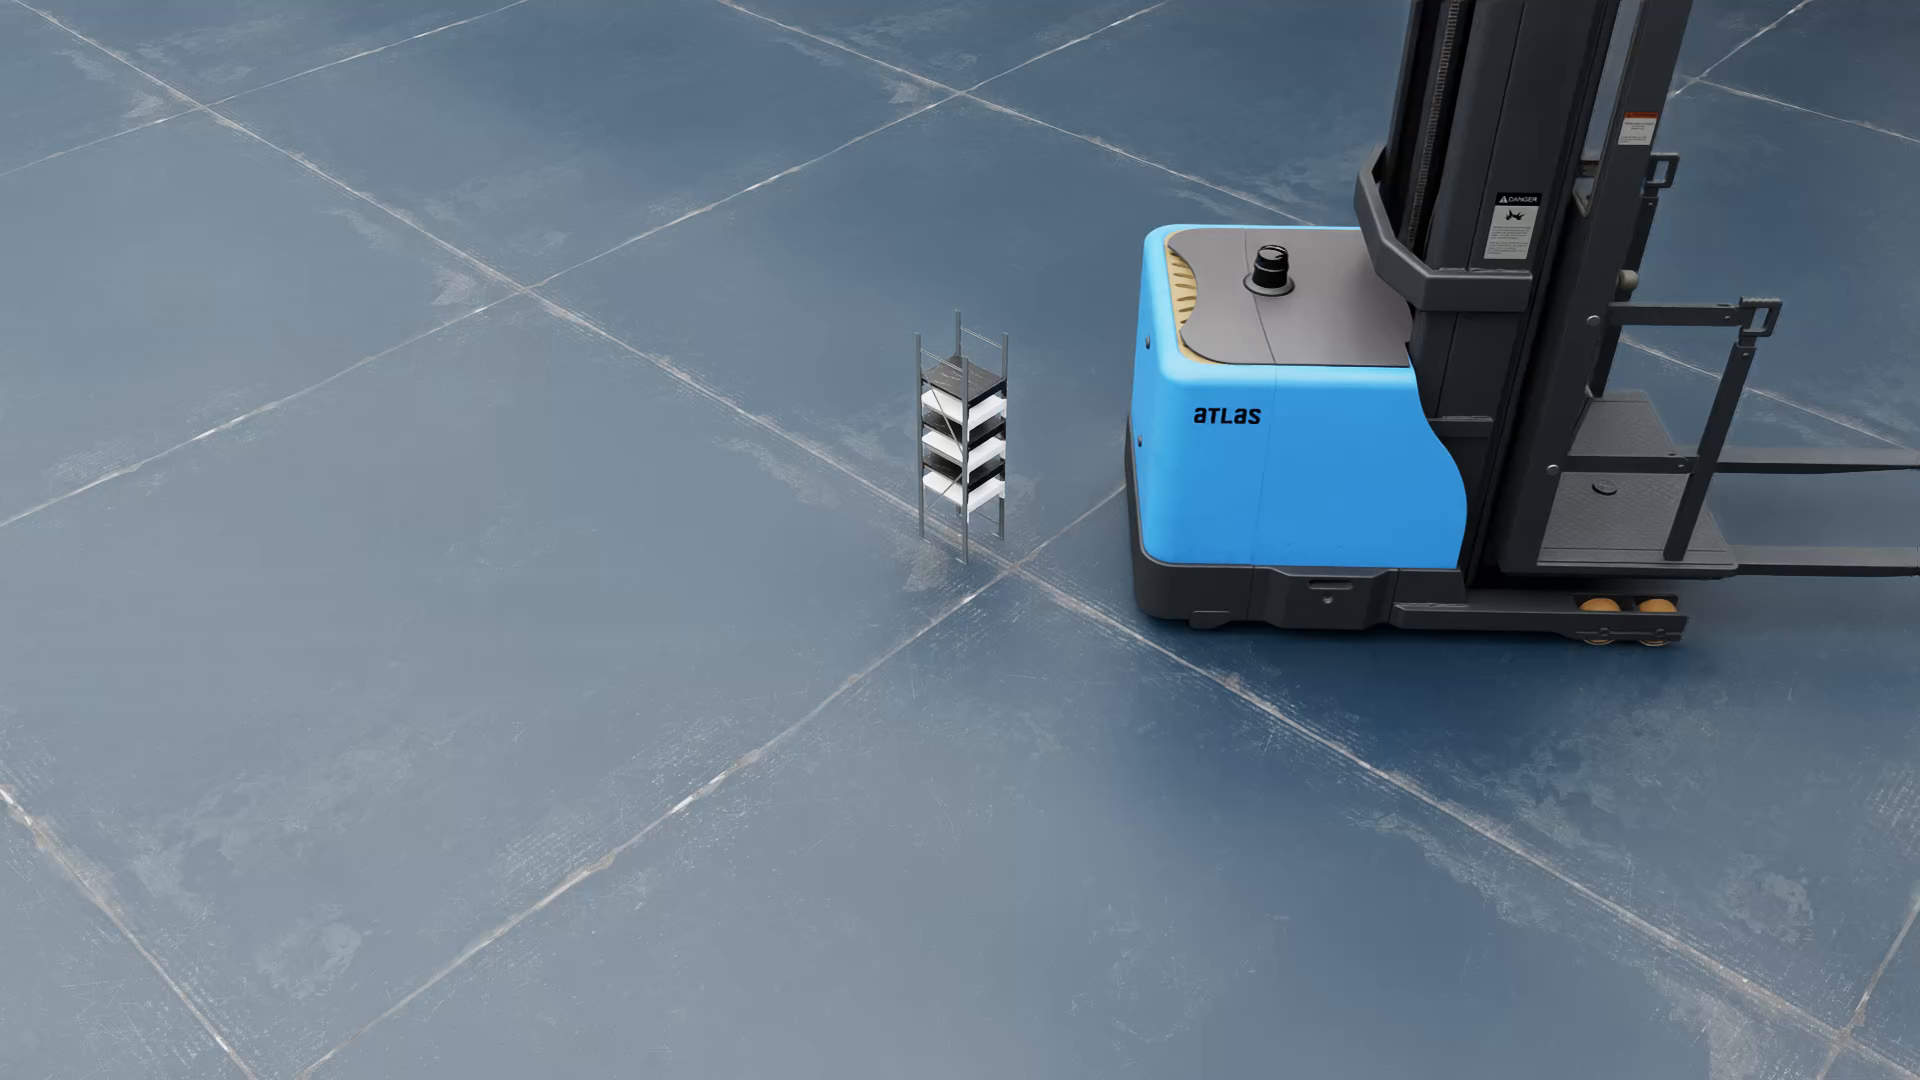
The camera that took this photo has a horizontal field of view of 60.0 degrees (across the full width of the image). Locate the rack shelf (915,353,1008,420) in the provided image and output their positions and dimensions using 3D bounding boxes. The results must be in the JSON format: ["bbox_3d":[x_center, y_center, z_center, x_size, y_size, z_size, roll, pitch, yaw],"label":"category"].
[{"bbox_3d":[0.005,-0.541,5.827,0.258,0.077,0.200,30,47,32],"label":"rack shelf"}]

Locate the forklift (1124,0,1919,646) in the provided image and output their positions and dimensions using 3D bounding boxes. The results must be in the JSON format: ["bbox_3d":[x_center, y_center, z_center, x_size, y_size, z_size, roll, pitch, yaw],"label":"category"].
[{"bbox_3d":[2.147,-1.116,5.299,3.031,2.935,1.130,1,39,1],"label":"forklift"}]

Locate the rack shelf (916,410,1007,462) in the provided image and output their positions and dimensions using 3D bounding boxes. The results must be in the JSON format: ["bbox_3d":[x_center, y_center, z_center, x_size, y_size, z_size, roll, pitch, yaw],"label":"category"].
[{"bbox_3d":[0.005,-0.400,5.939,0.258,0.077,0.200,30,47,32],"label":"rack shelf"}]

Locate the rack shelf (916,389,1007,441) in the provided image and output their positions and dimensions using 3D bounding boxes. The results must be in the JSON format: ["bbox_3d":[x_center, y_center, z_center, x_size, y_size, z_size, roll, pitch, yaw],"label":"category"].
[{"bbox_3d":[0.005,-0.471,5.883,0.258,0.077,0.200,30,47,32],"label":"rack shelf"}]

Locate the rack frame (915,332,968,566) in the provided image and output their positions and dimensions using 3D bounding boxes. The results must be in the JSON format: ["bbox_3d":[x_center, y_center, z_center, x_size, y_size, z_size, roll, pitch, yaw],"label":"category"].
[{"bbox_3d":[-0.063,-0.309,5.916,0.240,0.900,0.006,30,47,32],"label":"rack frame"}]

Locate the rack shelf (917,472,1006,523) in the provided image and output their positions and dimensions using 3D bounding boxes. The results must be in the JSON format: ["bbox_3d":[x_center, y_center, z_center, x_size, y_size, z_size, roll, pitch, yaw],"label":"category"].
[{"bbox_3d":[0.005,-0.189,6.107,0.258,0.077,0.200,30,47,32],"label":"rack shelf"}]

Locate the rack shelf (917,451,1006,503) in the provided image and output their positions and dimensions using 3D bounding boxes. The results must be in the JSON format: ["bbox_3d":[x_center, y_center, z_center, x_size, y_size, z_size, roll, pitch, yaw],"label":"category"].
[{"bbox_3d":[0.005,-0.259,6.051,0.258,0.077,0.200,30,47,32],"label":"rack shelf"}]

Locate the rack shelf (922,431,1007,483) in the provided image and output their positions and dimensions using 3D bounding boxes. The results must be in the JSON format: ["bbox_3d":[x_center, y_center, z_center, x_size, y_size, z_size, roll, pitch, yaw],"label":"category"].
[{"bbox_3d":[0.005,-0.330,5.995,0.258,0.077,0.200,30,47,32],"label":"rack shelf"}]

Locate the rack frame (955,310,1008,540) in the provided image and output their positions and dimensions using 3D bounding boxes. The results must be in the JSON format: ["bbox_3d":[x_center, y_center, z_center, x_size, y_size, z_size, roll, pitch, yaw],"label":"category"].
[{"bbox_3d":[0.074,-0.403,6.033,0.240,0.900,0.006,30,47,32],"label":"rack frame"}]

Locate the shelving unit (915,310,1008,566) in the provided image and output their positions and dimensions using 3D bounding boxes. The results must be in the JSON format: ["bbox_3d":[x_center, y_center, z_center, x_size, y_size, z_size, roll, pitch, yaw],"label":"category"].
[{"bbox_3d":[0.005,-0.356,5.975,0.258,0.900,0.210,30,47,32],"label":"shelving unit"}]
